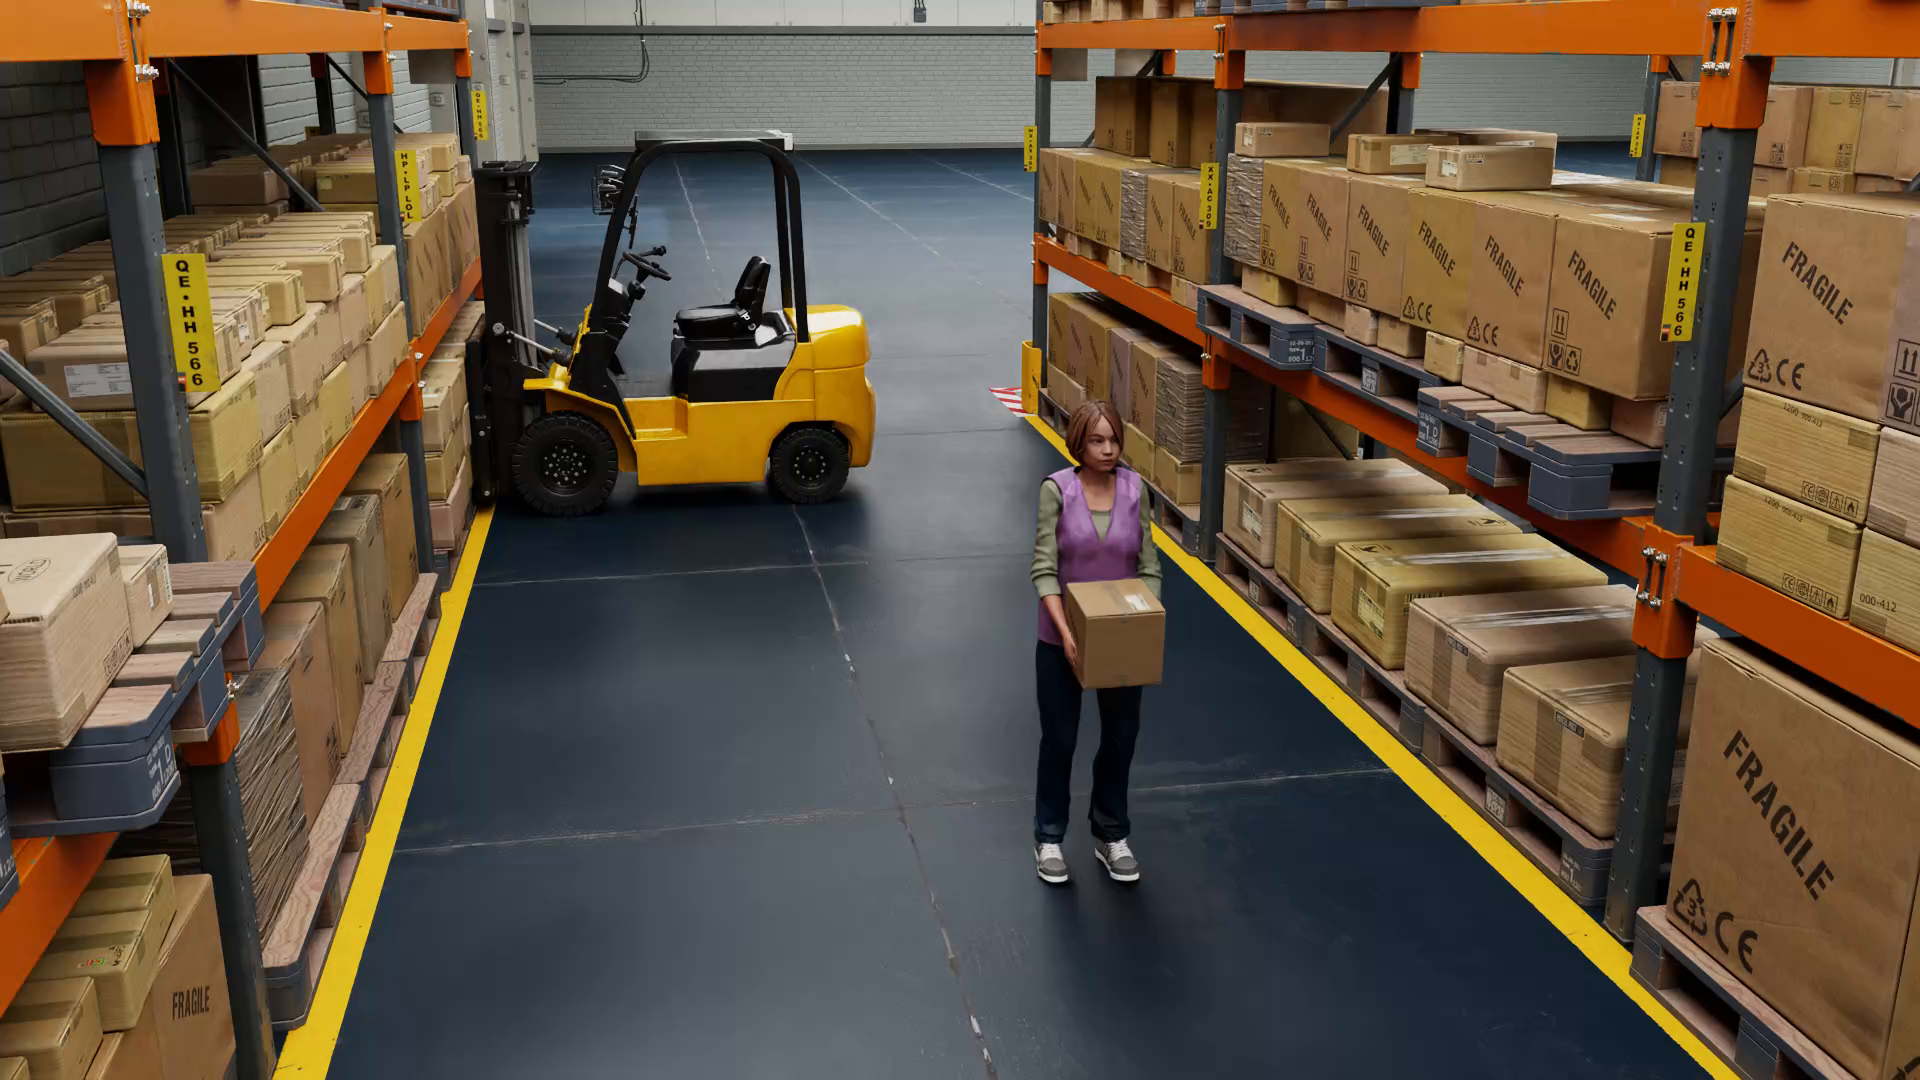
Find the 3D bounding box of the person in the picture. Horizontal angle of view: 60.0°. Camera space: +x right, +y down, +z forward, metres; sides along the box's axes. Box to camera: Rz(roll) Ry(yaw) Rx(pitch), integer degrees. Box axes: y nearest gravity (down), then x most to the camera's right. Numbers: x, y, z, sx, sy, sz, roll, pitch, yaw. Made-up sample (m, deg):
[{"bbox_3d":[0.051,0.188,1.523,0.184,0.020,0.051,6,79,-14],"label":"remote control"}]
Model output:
[{"bbox_3d":[0.444,0.352,5.374,0.438,1.596,0.471,-3,17,-11],"label":"person"}]
